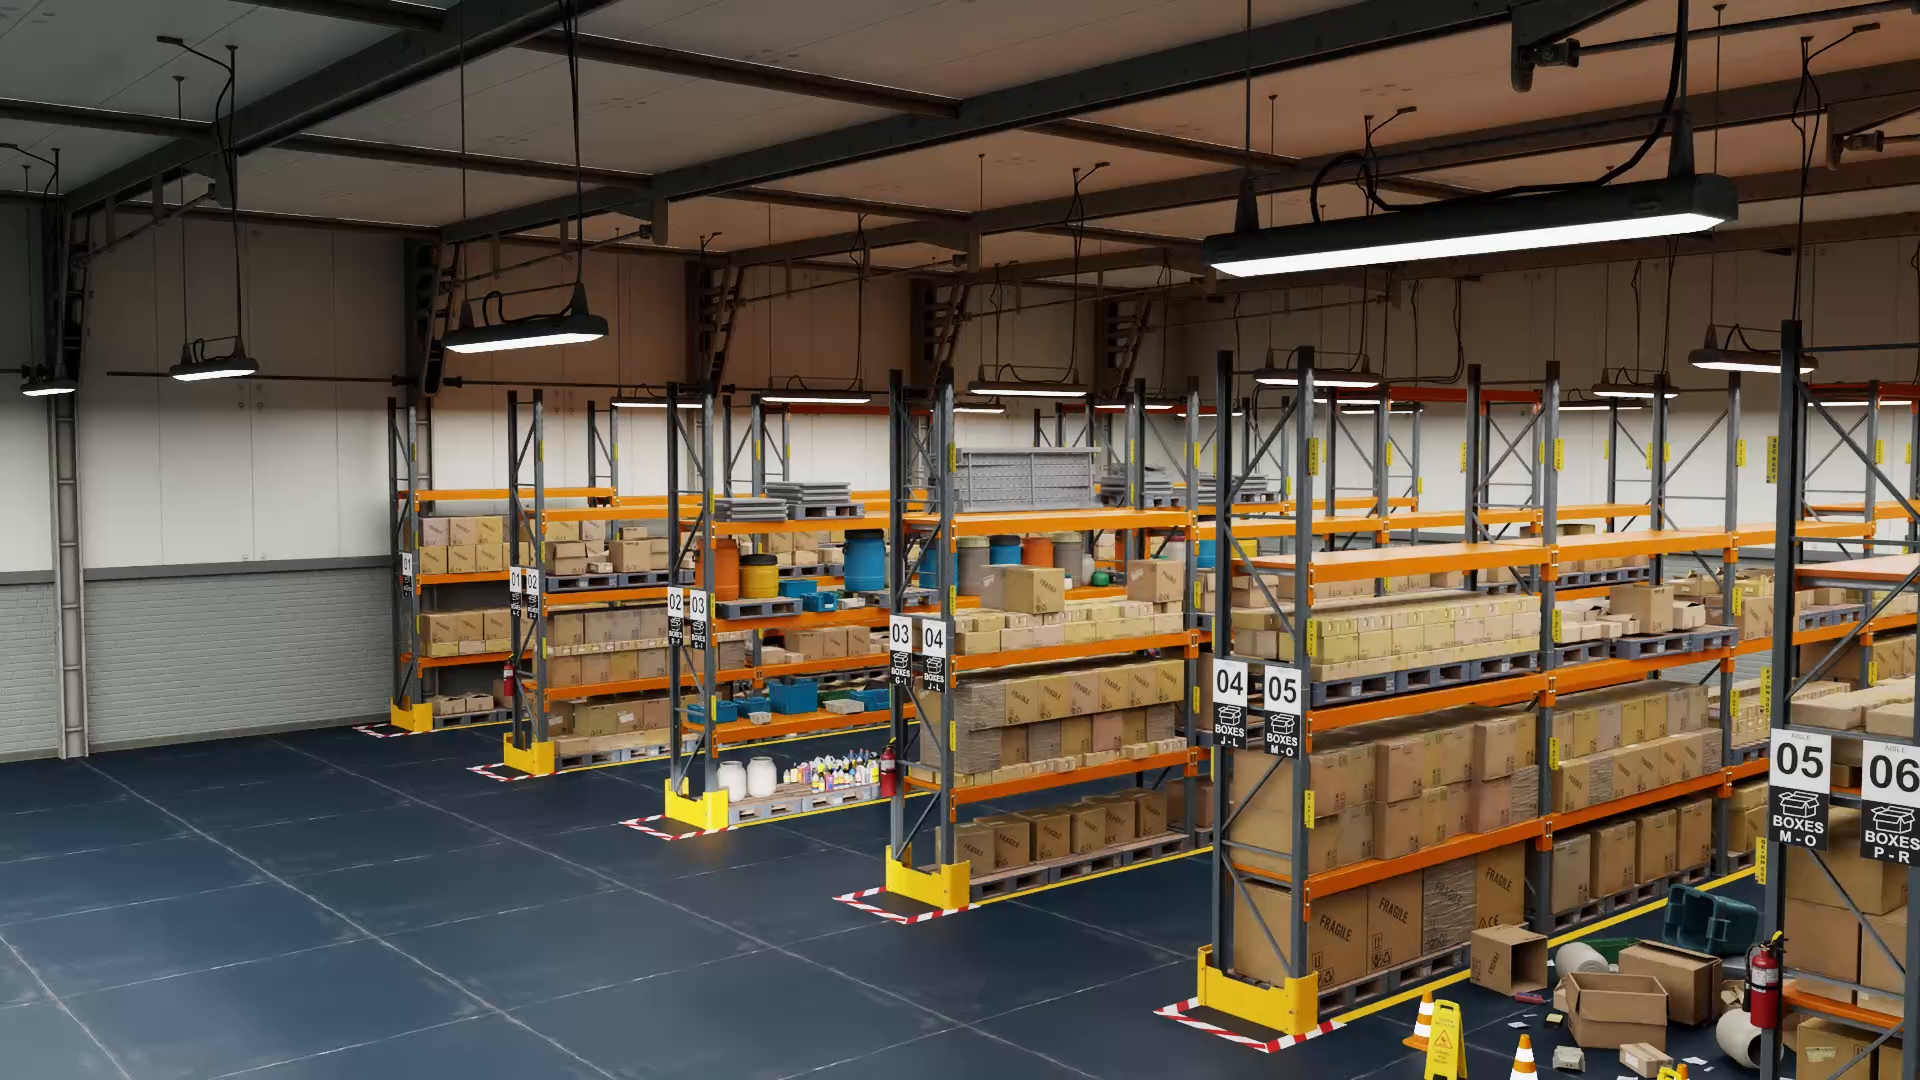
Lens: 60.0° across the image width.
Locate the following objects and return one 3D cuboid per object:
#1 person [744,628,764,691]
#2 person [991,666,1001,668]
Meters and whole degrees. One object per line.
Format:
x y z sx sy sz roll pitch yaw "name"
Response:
-4.051 2.139 31.840 0.668 1.768 0.551 3 5 43 "person"
0.629 2.394 28.535 0.834 1.666 0.614 -3 4 -41 "person"
